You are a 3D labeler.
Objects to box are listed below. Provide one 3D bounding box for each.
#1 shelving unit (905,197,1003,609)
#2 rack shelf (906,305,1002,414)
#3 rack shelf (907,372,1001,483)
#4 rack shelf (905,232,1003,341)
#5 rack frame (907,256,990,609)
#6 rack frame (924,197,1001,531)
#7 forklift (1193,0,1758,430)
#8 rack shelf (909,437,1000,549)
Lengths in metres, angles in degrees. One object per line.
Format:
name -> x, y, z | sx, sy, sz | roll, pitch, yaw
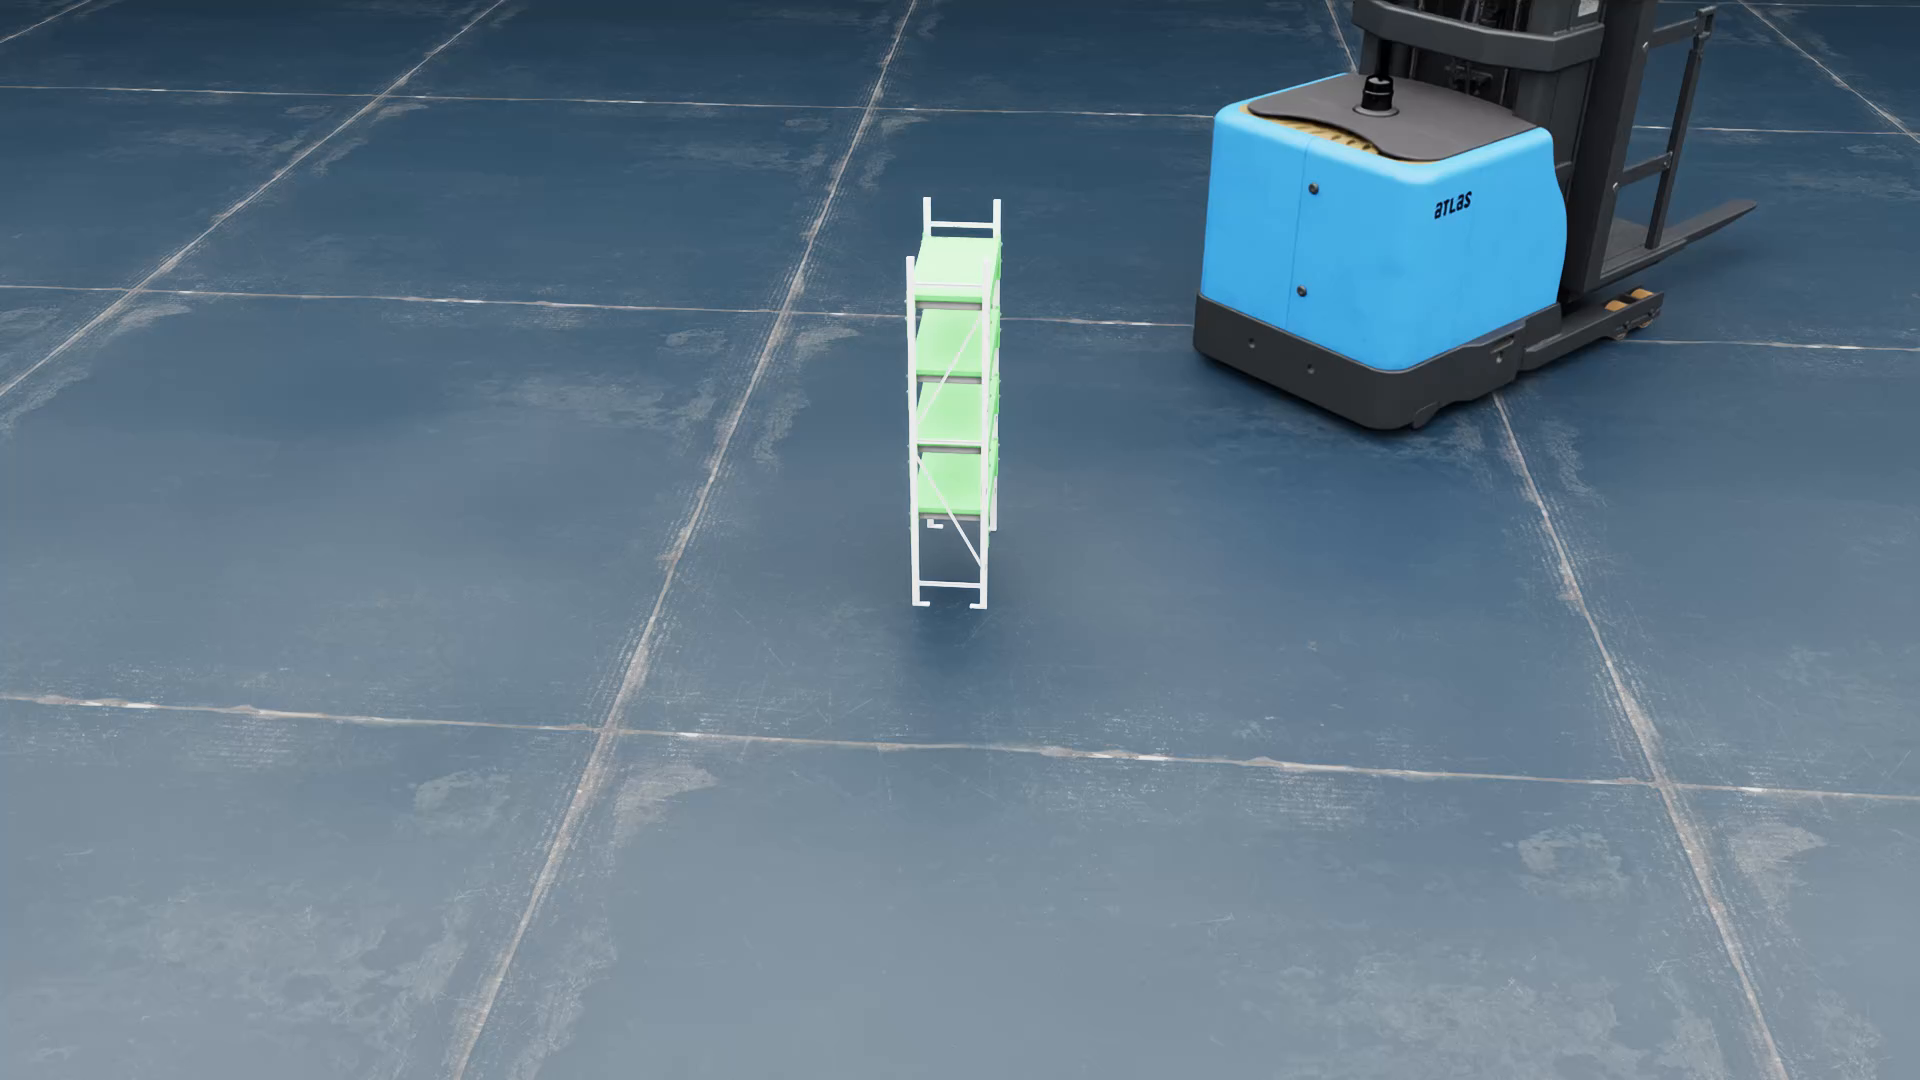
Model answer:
shelving unit -> -0.013, -0.424, 5.295 | 0.258, 1.200, 0.503 | 2, 32, 4
rack shelf -> -0.013, -0.574, 5.202 | 0.258, 0.148, 0.480 | 2, 32, 4
rack shelf -> -0.013, -0.370, 5.328 | 0.258, 0.148, 0.480 | 2, 32, 4
rack shelf -> -0.014, -0.778, 5.076 | 0.258, 0.148, 0.480 | 2, 32, 4
rack frame -> -0.033, -0.297, 5.088 | 0.240, 1.200, 0.015 | 2, 32, 4
rack frame -> 0.006, -0.552, 5.502 | 0.240, 1.200, 0.015 | 2, 32, 4
forklift -> 2.429, -2.298, 6.685 | 3.031, 2.935, 1.130 | -23, 39, -33
rack shelf -> -0.013, -0.166, 5.454 | 0.258, 0.148, 0.480 | 2, 32, 4
